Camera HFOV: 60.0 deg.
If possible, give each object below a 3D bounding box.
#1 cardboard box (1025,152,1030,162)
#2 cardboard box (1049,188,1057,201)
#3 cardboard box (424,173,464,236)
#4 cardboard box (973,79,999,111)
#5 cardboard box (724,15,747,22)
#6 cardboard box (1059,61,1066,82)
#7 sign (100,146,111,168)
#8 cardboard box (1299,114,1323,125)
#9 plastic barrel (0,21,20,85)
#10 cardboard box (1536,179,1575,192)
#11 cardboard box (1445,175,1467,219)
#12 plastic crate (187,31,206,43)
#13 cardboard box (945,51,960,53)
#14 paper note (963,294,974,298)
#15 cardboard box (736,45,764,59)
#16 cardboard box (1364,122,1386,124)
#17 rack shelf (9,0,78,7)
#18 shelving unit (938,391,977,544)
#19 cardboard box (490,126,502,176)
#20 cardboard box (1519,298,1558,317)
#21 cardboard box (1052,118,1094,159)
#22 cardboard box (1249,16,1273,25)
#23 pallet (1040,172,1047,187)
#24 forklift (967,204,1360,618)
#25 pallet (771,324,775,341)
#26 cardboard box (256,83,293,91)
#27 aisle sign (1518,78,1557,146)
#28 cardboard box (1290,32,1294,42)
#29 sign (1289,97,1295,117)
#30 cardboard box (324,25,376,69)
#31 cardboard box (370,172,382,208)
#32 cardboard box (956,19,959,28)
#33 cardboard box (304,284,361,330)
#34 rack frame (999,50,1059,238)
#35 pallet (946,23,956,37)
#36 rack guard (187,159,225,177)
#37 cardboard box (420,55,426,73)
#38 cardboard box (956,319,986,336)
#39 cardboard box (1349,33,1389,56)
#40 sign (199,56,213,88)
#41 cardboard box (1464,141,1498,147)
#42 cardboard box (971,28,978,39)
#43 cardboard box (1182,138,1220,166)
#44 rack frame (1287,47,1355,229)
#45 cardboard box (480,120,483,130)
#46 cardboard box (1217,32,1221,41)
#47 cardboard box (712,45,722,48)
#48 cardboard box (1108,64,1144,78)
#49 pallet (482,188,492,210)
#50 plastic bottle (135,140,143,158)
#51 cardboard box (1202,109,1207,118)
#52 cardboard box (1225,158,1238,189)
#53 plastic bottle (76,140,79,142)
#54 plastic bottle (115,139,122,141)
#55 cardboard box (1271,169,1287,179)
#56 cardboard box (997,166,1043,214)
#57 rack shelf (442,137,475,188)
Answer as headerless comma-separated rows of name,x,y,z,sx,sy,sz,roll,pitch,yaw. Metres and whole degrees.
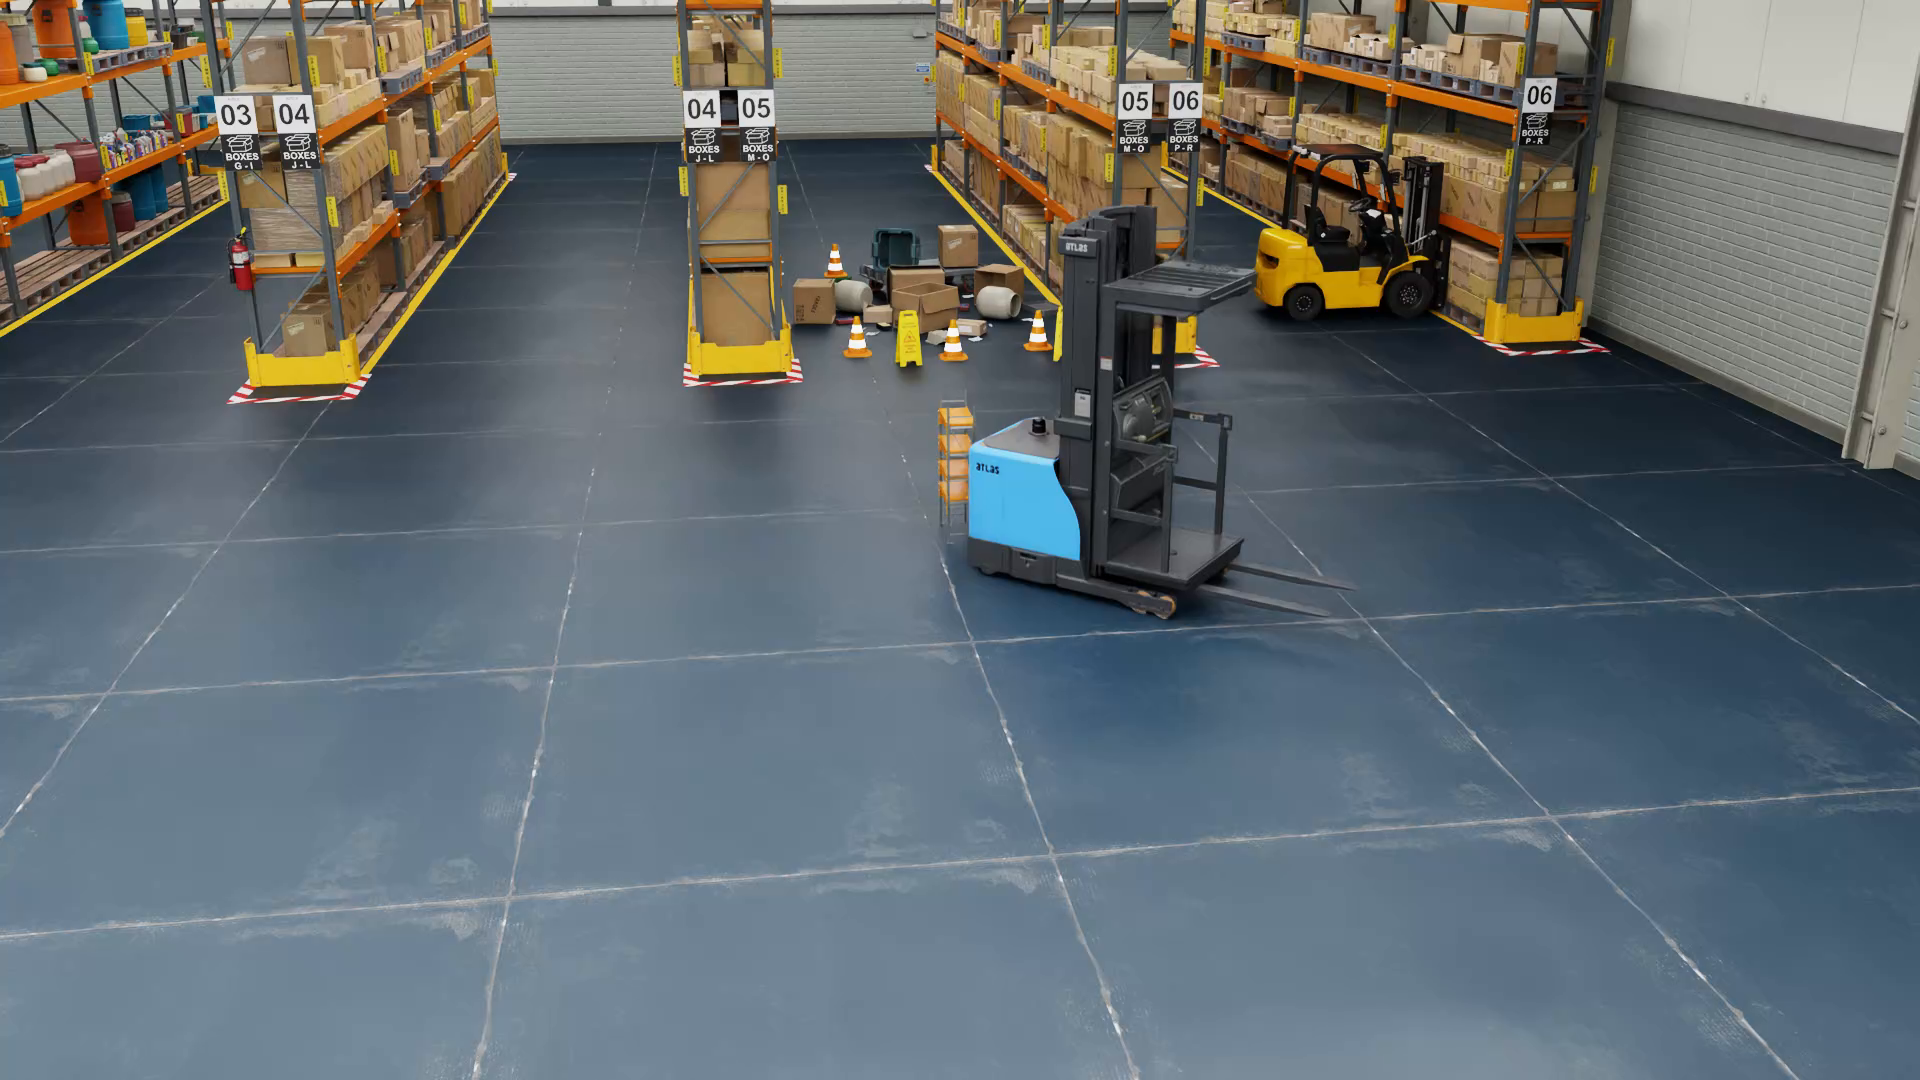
cardboard box,1.201,-5.870,25.404,0.380,0.149,0.250,-2,21,-6
cardboard box,1.458,-4.847,23.266,0.380,0.149,0.250,-3,21,-8
cardboard box,-8.732,-5.416,26.868,1.225,0.875,0.875,-4,21,-10
cardboard box,0.526,-7.860,29.401,0.500,0.500,0.500,-3,21,-9
cardboard box,-3.590,-8.333,26.717,0.396,0.266,0.258,-3,21,-8
cardboard box,1.606,-6.220,22.085,0.500,0.250,0.500,-3,21,-8
sign,-13.011,-5.832,25.310,0.100,0.325,0.005,-3,21,-8
cardboard box,5.819,-6.952,27.472,0.380,0.149,0.250,-2,21,-6
plastic barrel,-13.556,-6.810,23.261,0.600,0.830,0.708,-3,21,-8
cardboard box,7.426,-4.438,20.741,0.380,0.149,0.250,-3,21,-9
cardboard box,6.747,-4.518,21.883,0.500,0.500,0.500,-3,21,-9
plastic crate,-14.283,-9.474,31.310,0.450,0.188,0.336,-3,21,-8
cardboard box,-0.114,-9.840,33.775,0.380,0.149,0.250,-2,21,-6
paper note,0.118,-3.430,23.355,0.148,0.019,0.142,-3,21,-8
cardboard box,-2.383,-5.632,19.197,0.380,0.149,0.250,-3,21,-9
cardboard box,6.621,-6.539,26.367,0.380,0.149,0.250,-3,21,-9
rack shelf,-13.842,-8.704,26.258,1.077,0.370,4.000,-3,21,-8
shelving unit,-0.024,-0.619,14.160,0.258,1.200,0.503,-3,21,-8
cardboard box,-9.635,-7.729,33.059,0.875,0.875,0.875,-3,21,-8
cardboard box,7.341,-3.045,21.412,0.500,0.250,0.500,-3,21,-8
cardboard box,1.631,-5.403,22.399,0.700,0.500,0.500,-3,21,-7
cardboard box,5.351,-9.214,29.502,0.380,0.149,0.250,-3,21,-7
pallet,1.764,-5.272,24.319,1.003,0.211,1.213,-3,21,-8
forklift,1.580,-0.989,12.676,3.031,2.935,1.130,12,24,30
pallet,-2.770,-2.387,20.305,1.003,0.211,1.213,-3,21,-8
cardboard box,-7.890,-5.170,19.129,0.380,0.149,0.250,-3,21,-7
aisle sign,6.937,-5.137,19.967,0.394,0.787,0.004,-3,21,-8
cardboard box,5.758,-8.450,27.909,0.380,0.149,0.250,-3,21,-9
sign,5.529,-7.201,27.668,0.100,0.325,0.005,-3,21,-8
cardboard box,-7.759,-6.273,21.154,0.500,0.500,0.500,-4,21,-9
cardboard box,-8.073,-4.617,21.724,0.875,0.500,0.500,-3,21,-8
cardboard box,0.130,-9.687,31.195,0.380,0.149,0.250,-2,21,-6
cardboard box,-7.765,-2.871,20.588,0.500,0.500,0.500,-1,21,-3
rack frame,1.154,-6.475,27.265,1.000,3.000,0.127,-3,21,-8
pallet,0.297,-9.929,32.352,1.003,0.211,1.213,-3,21,-8
rack guard,-14.724,-7.332,33.132,1.175,0.500,0.348,-3,21,-8
cardboard box,-8.342,-7.158,25.021,0.500,0.250,0.500,-3,21,-8
cardboard box,0.119,-2.721,21.289,0.380,0.149,0.250,8,22,20
cardboard box,6.185,-7.453,24.980,0.500,0.311,0.500,-4,21,-10
sign,-8.052,-5.004,17.775,0.100,0.325,0.005,-3,21,-8
cardboard box,7.149,-5.382,22.844,0.380,0.149,0.250,-3,21,-9
cardboard box,0.413,-8.896,29.195,0.380,0.166,0.250,-4,21,-11
cardboard box,4.991,-8.008,34.341,0.700,0.500,0.500,-2,21,-6
rack frame,6.065,-6.726,27.939,1.000,3.000,0.127,-3,21,-8
cardboard box,-9.096,-7.723,30.966,0.380,0.149,0.250,-3,21,-9
cardboard box,5.112,-9.593,31.687,0.380,0.149,0.250,-3,21,-8
cardboard box,-3.286,-6.165,21.195,0.500,0.250,0.500,-3,21,-8
cardboard box,1.967,-5.559,19.746,0.380,0.149,0.250,-3,21,-7
pallet,-9.262,-6.321,30.838,1.003,0.211,1.213,-3,21,-8
plastic bottle,-13.497,-6.430,27.310,0.061,0.283,0.133,-3,21,-8
cardboard box,4.996,-8.448,32.908,0.380,0.149,0.250,-3,21,-9
cardboard box,5.335,-6.958,31.532,0.500,0.500,0.500,-2,21,-5
plastic bottle,-14.181,-6.274,26.797,0.144,0.351,0.185,-3,21,-8
plastic bottle,-14.268,-6.724,28.215,0.097,0.201,0.097,0,20,0
cardboard box,5.679,-6.401,29.112,0.380,0.149,0.250,-4,21,-10
cardboard box,1.136,-5.920,28.215,0.875,0.875,0.875,-3,21,-8
rack shelf,-8.941,-6.330,27.907,1.077,0.370,4.000,-3,21,-8
